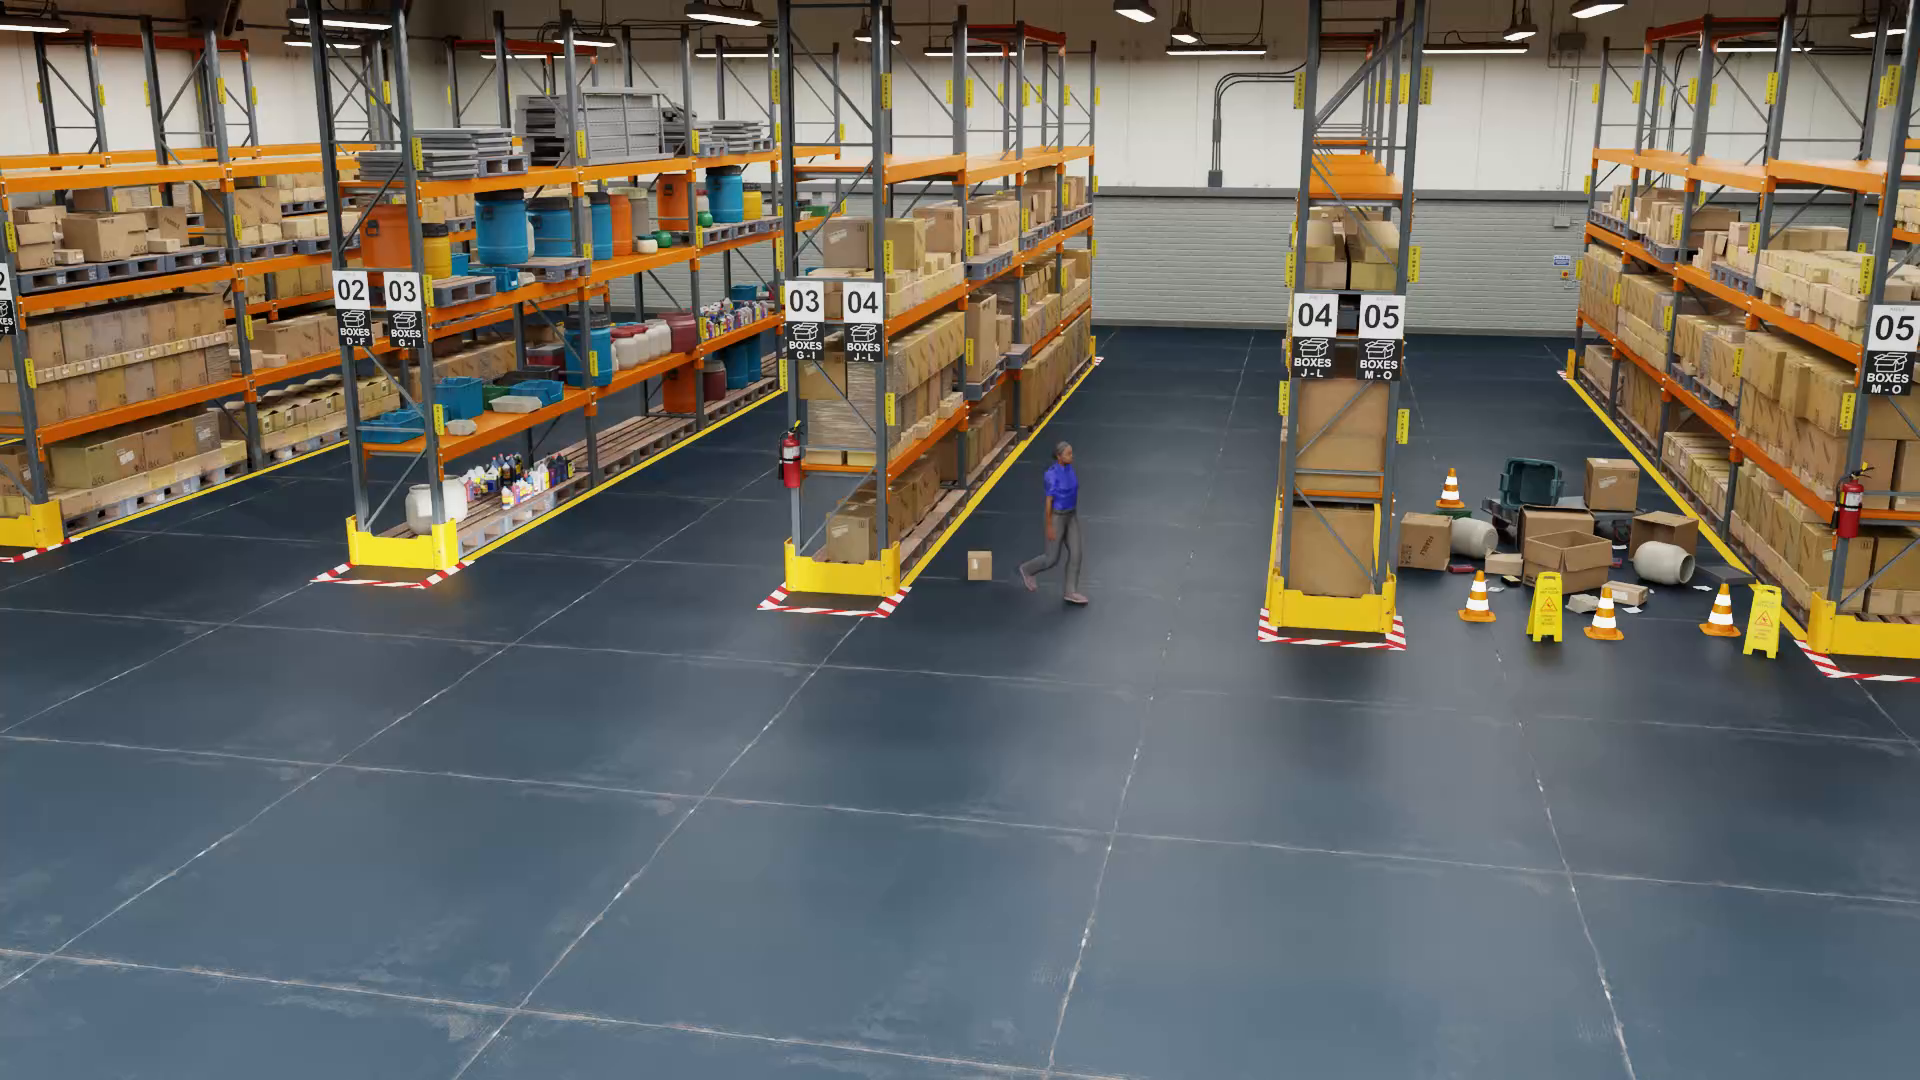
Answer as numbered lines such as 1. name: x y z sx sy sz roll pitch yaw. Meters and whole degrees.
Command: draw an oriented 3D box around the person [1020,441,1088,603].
1. person: 0.973 -0.202 16.729 0.753 1.626 0.448 14 20 42
